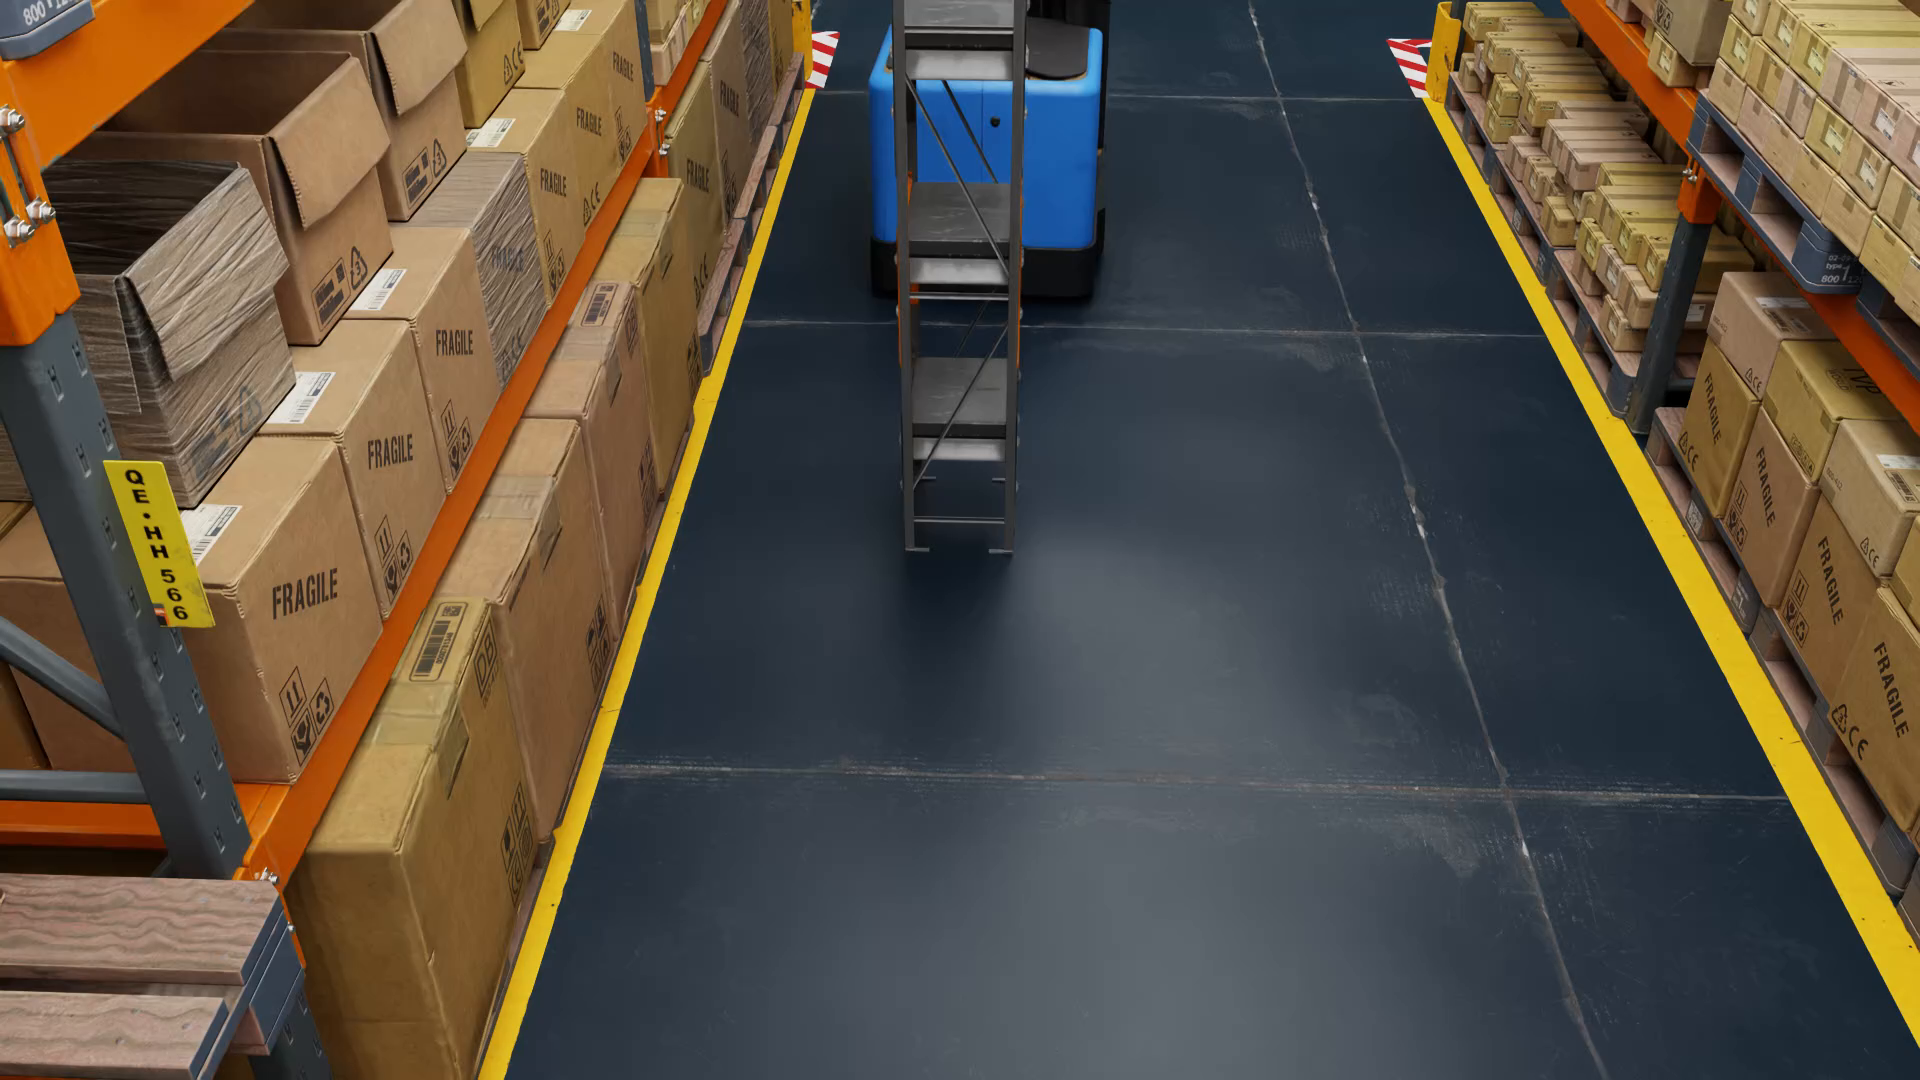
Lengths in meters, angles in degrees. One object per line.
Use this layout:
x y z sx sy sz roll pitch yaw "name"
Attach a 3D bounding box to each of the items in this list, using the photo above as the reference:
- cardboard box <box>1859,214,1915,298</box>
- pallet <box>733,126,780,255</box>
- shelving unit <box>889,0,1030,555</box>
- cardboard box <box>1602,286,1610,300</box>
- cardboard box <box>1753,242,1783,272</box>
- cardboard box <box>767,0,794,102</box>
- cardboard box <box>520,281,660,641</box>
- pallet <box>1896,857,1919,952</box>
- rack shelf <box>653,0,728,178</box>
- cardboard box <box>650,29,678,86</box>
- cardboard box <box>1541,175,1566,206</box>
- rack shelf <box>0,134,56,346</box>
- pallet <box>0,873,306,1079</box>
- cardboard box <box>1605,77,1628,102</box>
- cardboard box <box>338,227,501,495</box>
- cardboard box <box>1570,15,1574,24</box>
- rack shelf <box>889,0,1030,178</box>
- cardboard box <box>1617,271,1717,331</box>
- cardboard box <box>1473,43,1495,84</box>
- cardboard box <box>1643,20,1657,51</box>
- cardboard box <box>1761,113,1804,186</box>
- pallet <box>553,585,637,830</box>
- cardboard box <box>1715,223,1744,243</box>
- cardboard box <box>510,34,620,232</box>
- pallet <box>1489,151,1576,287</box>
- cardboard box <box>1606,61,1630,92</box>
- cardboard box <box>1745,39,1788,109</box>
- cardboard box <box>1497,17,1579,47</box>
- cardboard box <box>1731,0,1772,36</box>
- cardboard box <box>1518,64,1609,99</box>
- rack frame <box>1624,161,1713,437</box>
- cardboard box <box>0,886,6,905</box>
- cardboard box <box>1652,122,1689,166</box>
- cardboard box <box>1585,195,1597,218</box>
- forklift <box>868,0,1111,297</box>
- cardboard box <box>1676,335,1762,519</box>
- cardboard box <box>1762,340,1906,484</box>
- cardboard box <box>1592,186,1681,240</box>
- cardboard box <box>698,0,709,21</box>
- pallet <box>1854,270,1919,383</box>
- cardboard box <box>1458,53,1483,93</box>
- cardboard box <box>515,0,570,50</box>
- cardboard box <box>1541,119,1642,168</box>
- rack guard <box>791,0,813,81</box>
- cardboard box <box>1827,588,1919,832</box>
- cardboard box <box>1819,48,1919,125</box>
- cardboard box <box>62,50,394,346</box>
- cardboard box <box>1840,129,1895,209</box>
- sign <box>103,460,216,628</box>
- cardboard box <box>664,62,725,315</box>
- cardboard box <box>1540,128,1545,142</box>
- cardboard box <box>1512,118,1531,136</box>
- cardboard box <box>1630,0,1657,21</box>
2.753 -0.783 4.609 0.380 0.149 0.250 1 35 1 "cardboard box"
-1.521 -1.850 8.699 1.003 0.211 1.213 1 35 2 "pallet"
0.007 -0.954 5.782 0.431 2.100 0.503 1 35 2 "shelving unit"
3.045 -1.066 7.272 0.380 0.149 0.250 2 35 3 "cardboard box"
3.496 -1.122 6.835 0.380 0.149 0.250 3 35 4 "cardboard box"
-1.461 -3.084 9.512 0.875 0.875 0.875 1 35 2 "cardboard box"
-1.717 -0.274 5.514 1.225 0.875 0.875 0 35 0 "cardboard box"
3.148 1.310 4.203 1.003 0.211 1.213 1 35 2 "pallet"
-1.596 -2.708 8.120 1.077 0.370 4.000 1 35 2 "rack shelf"
-1.332 -1.912 6.581 0.380 0.149 0.250 1 35 2 "cardboard box"
3.070 -1.662 8.120 0.380 0.149 0.250 2 35 3 "cardboard box"
-1.917 0.661 0.717 1.077 0.370 4.000 1 35 2 "rack shelf"
-1.759 0.936 2.477 1.213 0.211 1.003 1 35 2 "pallet"
3.567 -2.345 8.833 0.380 0.149 0.250 1 35 1 "cardboard box"
-1.510 -0.459 4.208 0.500 0.500 0.500 1 35 1 "cardboard box"
3.668 -2.917 9.389 0.380 0.149 0.250 2 35 2 "cardboard box"
0.007 -1.516 5.387 0.431 0.518 0.480 1 35 2 "rack shelf"
2.971 -0.996 6.913 0.380 0.149 0.250 2 35 3 "cardboard box"
3.091 -2.654 9.274 0.380 0.149 0.250 1 35 2 "cardboard box"
3.025 -2.050 6.776 0.380 0.149 0.250 3 35 4 "cardboard box"
2.781 -1.231 5.246 0.380 0.149 0.250 2 35 2 "cardboard box"
-1.678 0.436 5.446 1.003 0.211 1.213 1 35 2 "pallet"
3.504 -1.297 7.342 0.380 0.149 0.250 1 35 2 "cardboard box"
-1.449 -1.335 5.453 0.500 0.500 0.500 2 35 3 "cardboard box"
3.313 -1.629 8.384 1.003 0.211 1.213 1 35 2 "pallet"
3.643 -2.475 8.760 0.380 0.149 0.250 0 35 0 "cardboard box"
2.792 -1.506 5.379 0.380 0.149 0.250 1 35 1 "cardboard box"
3.185 -2.773 9.183 0.380 0.149 0.250 2 35 3 "cardboard box"
2.800 -1.777 5.506 0.380 0.149 0.250 3 35 4 "cardboard box"
3.099 -2.328 8.550 0.380 0.149 0.250 3 35 4 "cardboard box"
3.276 -1.680 6.032 1.000 3.000 0.127 1 35 2 "rack frame"
-1.819 0.544 2.415 0.500 0.500 0.500 -3 35 -4 "cardboard box"
3.536 -1.879 7.911 0.380 0.149 0.250 0 35 0 "cardboard box"
3.070 -1.448 7.556 0.380 0.149 0.250 2 35 2 "cardboard box"
0.225 -3.158 8.194 1.130 2.935 3.031 3 35 4 "forklift"
2.981 -0.411 6.035 0.500 0.500 0.500 3 35 4 "cardboard box"
2.963 -0.412 5.384 0.500 0.250 0.500 2 35 3 "cardboard box"
3.003 -1.430 7.273 0.380 0.149 0.250 1 35 1 "cardboard box"
-1.303 -2.366 7.226 0.380 0.149 0.250 0 35 1 "cardboard box"
3.153 -0.442 4.437 1.003 0.211 1.213 1 35 2 "pallet"
3.095 -2.690 9.583 0.380 0.149 0.250 2 35 3 "cardboard box"
-1.694 -1.937 5.438 0.797 0.503 0.637 0 35 1 "cardboard box"
3.009 -1.891 7.928 0.380 0.149 0.250 0 35 0 "cardboard box"
-1.515 -3.142 10.286 1.175 0.500 0.348 1 35 2 "rack guard"
2.910 0.482 4.764 0.500 0.500 0.500 0 35 0 "cardboard box"
2.770 -1.326 4.864 0.380 0.149 0.250 1 35 1 "cardboard box"
-1.763 -0.800 3.820 0.797 0.503 0.637 2 35 3 "cardboard box"
2.763 -1.054 4.735 0.380 0.149 0.250 3 35 4 "cardboard box"
-1.294 0.011 2.687 0.100 0.325 0.005 1 35 2 "sign"
-1.570 -1.533 7.305 0.875 0.875 0.875 1 35 2 "cardboard box"
3.166 -2.055 8.421 0.380 0.149 0.250 3 35 4 "cardboard box"
3.129 -2.102 8.746 0.380 0.149 0.250 1 35 2 "cardboard box"
3.035 -2.426 6.747 0.500 0.500 0.500 0 35 1 "cardboard box"
